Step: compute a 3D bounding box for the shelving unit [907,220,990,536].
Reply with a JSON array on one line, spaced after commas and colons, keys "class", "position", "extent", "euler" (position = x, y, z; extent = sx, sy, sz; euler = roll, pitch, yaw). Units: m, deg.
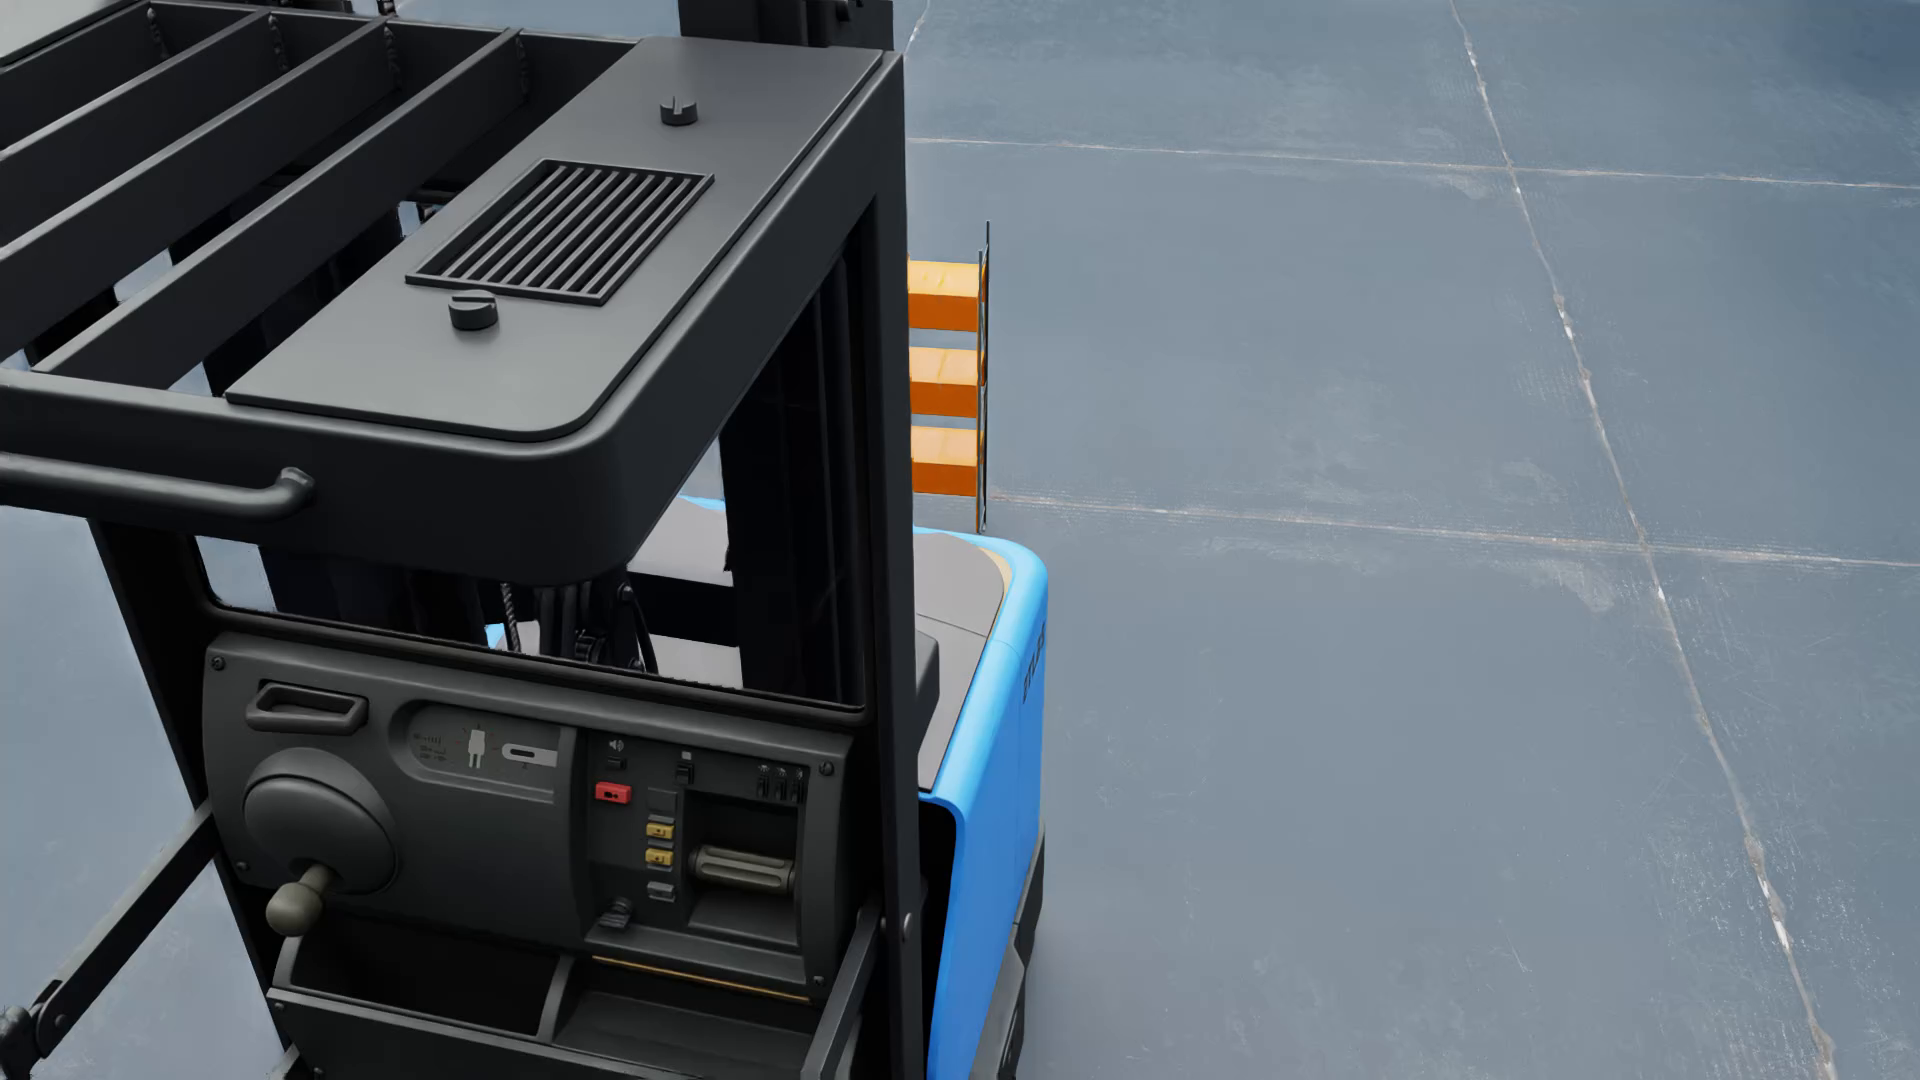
[{"class": "shelving unit", "position": [-0.053, -0.431, 4.951], "extent": [0.252, 1.050, 0.215], "euler": [4, 36, 6]}]

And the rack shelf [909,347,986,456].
[{"class": "rack shelf", "position": [-0.053, -0.423, 4.957], "extent": [0.240, 0.259, 0.215], "euler": [4, 36, 6]}]

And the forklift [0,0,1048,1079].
[{"class": "forklift", "position": [-0.654, 0.452, 2.094], "extent": [1.130, 2.935, 3.031], "euler": [8, 36, 11]}]

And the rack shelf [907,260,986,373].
[{"class": "rack shelf", "position": [-0.053, -0.654, 4.792], "extent": [0.240, 0.259, 0.215], "euler": [4, 36, 6]}]

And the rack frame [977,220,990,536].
[{"class": "rack frame", "position": [0.068, -0.422, 4.938], "extent": [0.008, 1.050, 0.200], "euler": [4, 36, 6]}]

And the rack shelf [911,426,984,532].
[{"class": "rack shelf", "position": [-0.053, -0.196, 5.118], "extent": [0.240, 0.259, 0.215], "euler": [4, 36, 6]}]
